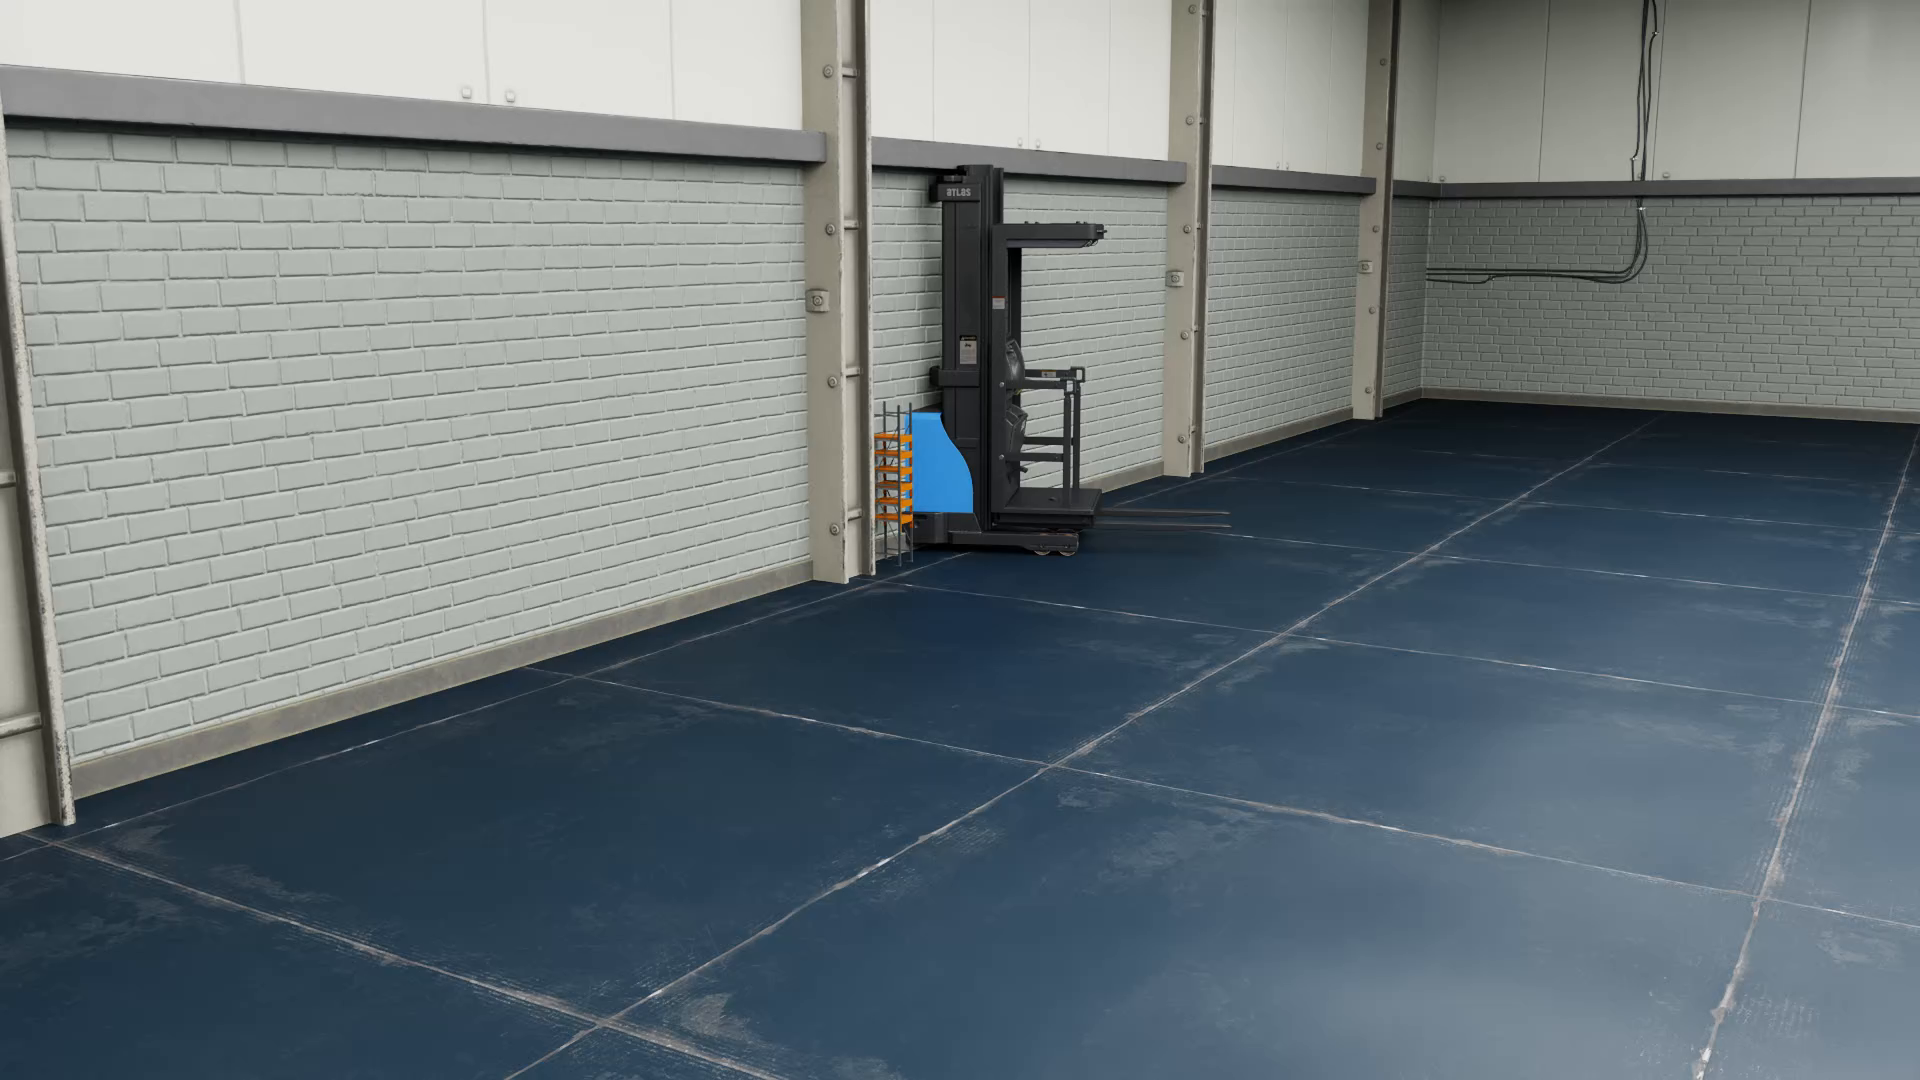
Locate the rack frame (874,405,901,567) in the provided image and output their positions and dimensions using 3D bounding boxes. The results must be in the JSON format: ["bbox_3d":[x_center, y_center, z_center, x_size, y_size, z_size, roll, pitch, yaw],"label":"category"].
[{"bbox_3d":[-0.545,-0.403,12.260,0.240,1.200,0.006,5,12,26],"label":"rack frame"}]

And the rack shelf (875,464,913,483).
[{"bbox_3d":[-0.504,-0.492,12.327,0.258,0.103,0.180,5,12,26],"label":"rack shelf"}]

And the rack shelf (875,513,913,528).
[{"bbox_3d":[-0.504,-0.138,12.393,0.258,0.103,0.180,5,12,26],"label":"rack shelf"}]

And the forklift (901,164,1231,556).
[{"bbox_3d":[0.620,-1.424,13.011,3.031,2.935,1.130,2,11,8],"label":"forklift"}]

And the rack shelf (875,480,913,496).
[{"bbox_3d":[-0.504,-0.374,12.349,0.258,0.103,0.180,5,12,26],"label":"rack shelf"}]

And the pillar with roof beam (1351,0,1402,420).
[{"bbox_3d":[9.066,-5.636,19.021,9.100,9.000,0.400,6,12,31],"label":"pillar with roof beam"}]

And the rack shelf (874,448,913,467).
[{"bbox_3d":[-0.504,-0.610,12.305,0.258,0.103,0.180,5,12,26],"label":"rack shelf"}]

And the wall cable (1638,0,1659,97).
[{"bbox_3d":[10.359,-7.082,21.458,3.097,2.526,0.112,6,12,31],"label":"wall cable"}]

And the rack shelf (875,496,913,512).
[{"bbox_3d":[-0.504,-0.256,12.371,0.258,0.103,0.180,5,12,26],"label":"rack shelf"}]

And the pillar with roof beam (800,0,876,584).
[{"bbox_3d":[2.836,-3.749,8.940,9.100,9.000,0.400,6,12,31],"label":"pillar with roof beam"}]

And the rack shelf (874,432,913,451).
[{"bbox_3d":[-0.504,-0.728,12.283,0.258,0.103,0.180,5,12,26],"label":"rack shelf"}]

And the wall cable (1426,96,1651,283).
[{"bbox_3d":[8.047,-4.858,23.303,3.097,2.526,0.112,6,12,31],"label":"wall cable"}]

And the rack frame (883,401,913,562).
[{"bbox_3d":[-0.463,-0.433,12.421,0.240,1.200,0.006,5,12,26],"label":"rack frame"}]

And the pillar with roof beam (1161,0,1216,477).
[{"bbox_3d":[5.951,-4.693,13.980,9.100,9.000,0.400,6,12,31],"label":"pillar with roof beam"}]

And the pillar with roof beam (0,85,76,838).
[{"bbox_3d":[-0.279,-2.805,3.899,9.100,9.000,0.400,6,12,31],"label":"pillar with roof beam"}]

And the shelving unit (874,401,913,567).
[{"bbox_3d":[-0.504,-0.418,12.341,0.258,1.200,0.189,5,12,26],"label":"shelving unit"}]
